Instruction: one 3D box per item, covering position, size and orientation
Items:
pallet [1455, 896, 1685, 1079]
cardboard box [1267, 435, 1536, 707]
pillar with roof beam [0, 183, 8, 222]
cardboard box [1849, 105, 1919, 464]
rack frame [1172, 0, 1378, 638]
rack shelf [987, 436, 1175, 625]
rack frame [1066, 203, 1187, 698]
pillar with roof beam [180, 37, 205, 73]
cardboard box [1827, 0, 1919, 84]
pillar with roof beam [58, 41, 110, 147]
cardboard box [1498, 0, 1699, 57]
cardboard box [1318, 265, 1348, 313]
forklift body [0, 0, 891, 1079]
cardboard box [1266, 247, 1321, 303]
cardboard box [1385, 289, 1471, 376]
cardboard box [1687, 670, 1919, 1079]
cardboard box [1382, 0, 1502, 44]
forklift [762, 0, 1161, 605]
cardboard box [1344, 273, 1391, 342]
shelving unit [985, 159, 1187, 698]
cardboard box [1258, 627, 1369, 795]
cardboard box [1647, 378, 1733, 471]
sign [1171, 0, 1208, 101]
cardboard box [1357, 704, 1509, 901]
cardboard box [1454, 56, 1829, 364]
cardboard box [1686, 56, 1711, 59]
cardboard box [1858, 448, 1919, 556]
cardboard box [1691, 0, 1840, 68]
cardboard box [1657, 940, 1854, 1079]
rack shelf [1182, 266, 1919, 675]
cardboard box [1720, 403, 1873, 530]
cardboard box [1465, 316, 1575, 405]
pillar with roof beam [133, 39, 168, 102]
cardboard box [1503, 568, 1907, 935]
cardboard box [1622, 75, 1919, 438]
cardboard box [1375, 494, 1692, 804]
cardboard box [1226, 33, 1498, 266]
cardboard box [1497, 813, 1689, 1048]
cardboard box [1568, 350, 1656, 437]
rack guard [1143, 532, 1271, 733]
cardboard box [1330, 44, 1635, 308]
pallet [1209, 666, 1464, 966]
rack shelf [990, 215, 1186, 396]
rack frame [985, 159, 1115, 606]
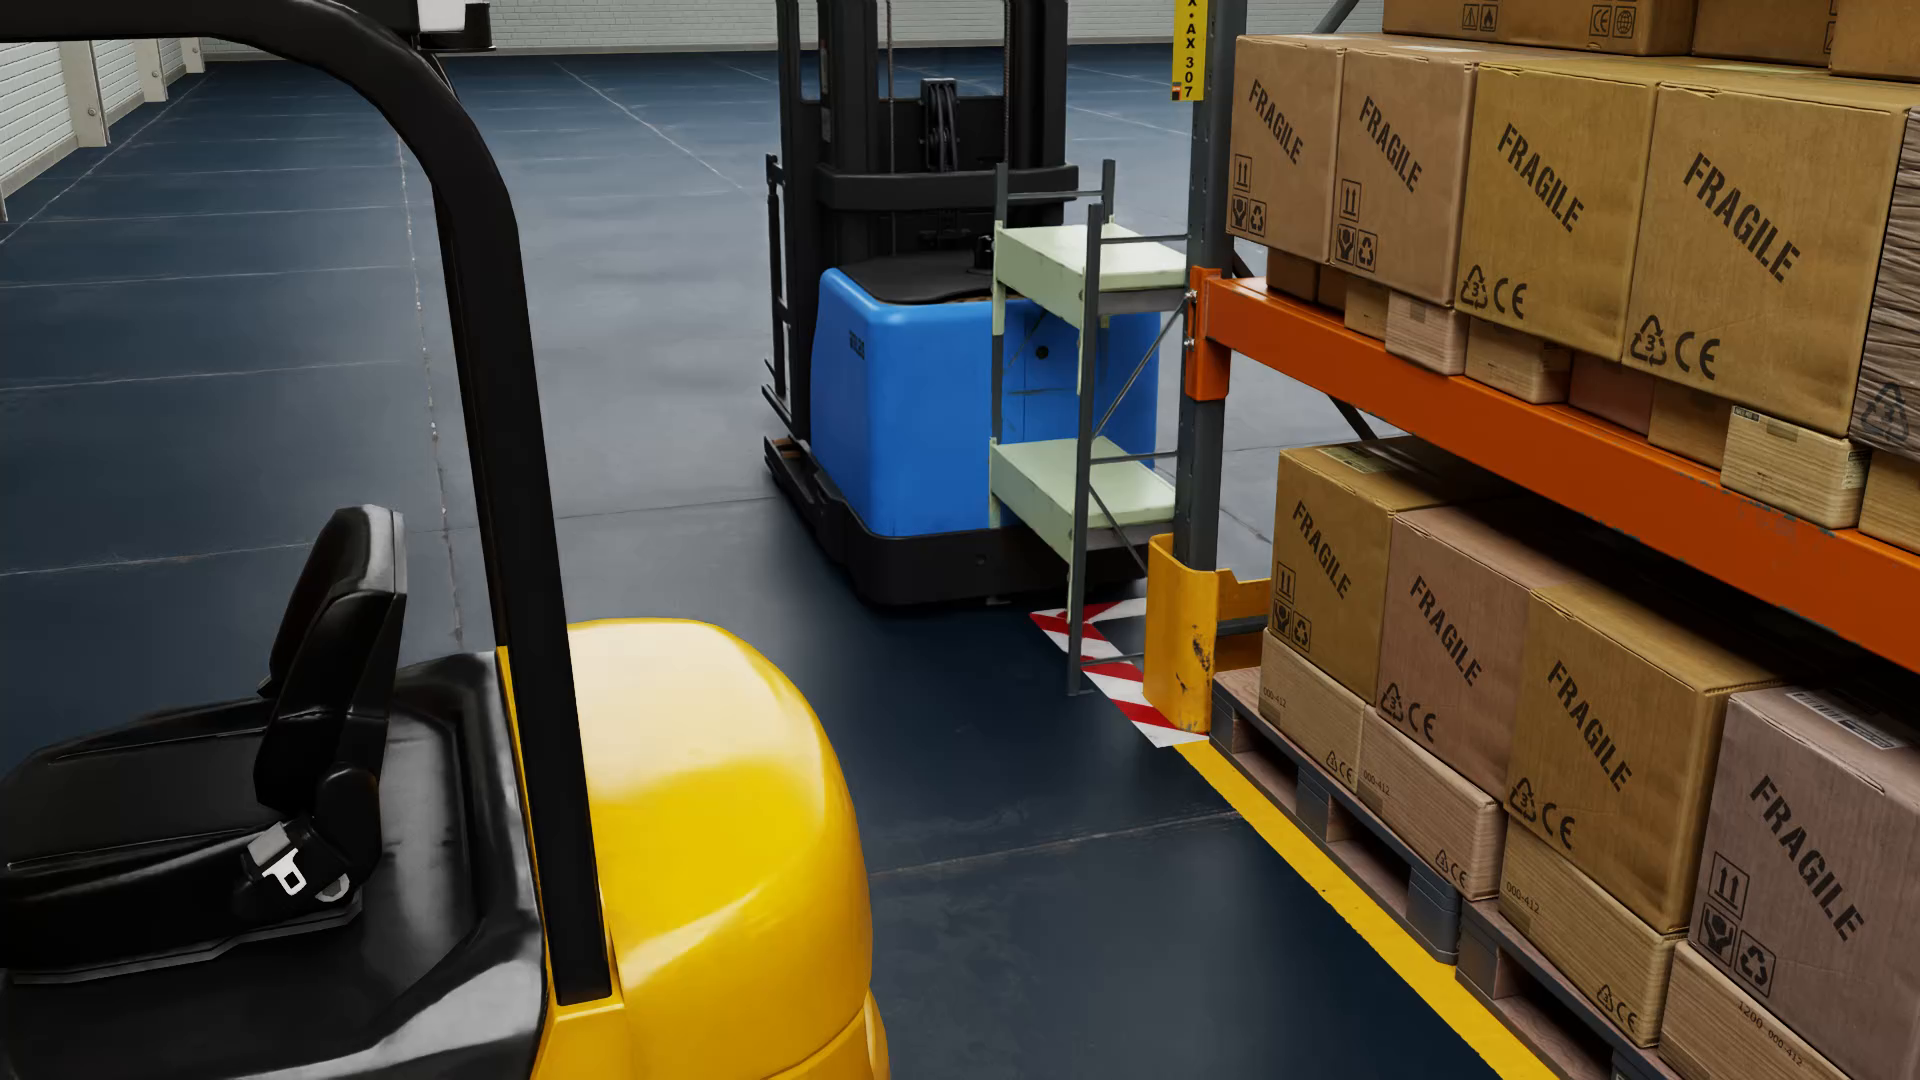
[{"bbox_3d":[1.754,1.008,3.297,1.003,0.211,1.213,-6,21,-17],"label":"pallet"},{"bbox_3d":[1.127,0.056,4.161,0.500,0.500,0.500,-7,21,-19],"label":"cardboard box"},{"bbox_3d":[-3.904,-7.268,13.338,9.100,9.000,0.400,-6,21,-17],"label":"pillar with roof beam"},{"bbox_3d":[1.674,-0.334,2.321,0.500,0.500,0.500,-6,21,-16],"label":"cardboard box"},{"bbox_3d":[1.128,-0.984,4.718,1.000,3.000,0.127,-6,21,-17],"label":"rack frame"},{"bbox_3d":[0.405,-0.064,5.316,0.431,0.370,0.720,-6,23,-18],"label":"rack shelf"},{"bbox_3d":[0.530,-0.240,4.876,0.400,1.500,0.023,-6,23,-18],"label":"rack frame"},{"bbox_3d":[-9.562,-13.044,29.420,9.100,9.000,0.400,-6,21,-17],"label":"pillar with roof beam"},{"bbox_3d":[1.931,-1.010,2.724,0.700,0.500,0.500,-7,21,-18],"label":"cardboard box"},{"bbox_3d":[-5.790,-9.193,18.699,9.100,9.000,0.400,-6,21,-17],"label":"pillar with roof beam"},{"bbox_3d":[1.648,-1.337,3.636,0.700,0.500,0.500,-6,21,-17],"label":"cardboard box"},{"bbox_3d":[1.132,-0.655,4.174,0.380,0.149,0.250,-6,21,-16],"label":"cardboard box"},{"bbox_3d":[-1.255,0.359,2.235,2.313,2.155,1.214,-6,21,-17],"label":"forklift body"},{"bbox_3d":[1.039,-0.735,4.396,0.380,0.149,0.250,-6,21,-17],"label":"cardboard box"},{"bbox_3d":[1.174,-0.475,3.673,0.380,0.149,0.250,-6,21,-16],"label":"cardboard box"},{"bbox_3d":[1.622,0.555,2.770,0.500,0.500,0.500,-5,20,-14],"label":"cardboard box"},{"bbox_3d":[1.496,-1.501,4.090,0.700,0.500,0.500,-7,21,-19],"label":"cardboard box"},{"bbox_3d":[-0.214,-1.624,6.601,1.130,2.935,3.031,-6,21,-15],"label":"forklift"},{"bbox_3d":[1.138,-0.561,3.913,0.380,0.149,0.250,-7,21,-19],"label":"cardboard box"},{"bbox_3d":[0.410,-0.368,5.197,0.431,1.500,0.755,-6,23,-18],"label":"shelving unit"},{"bbox_3d":[1.119,0.401,4.309,0.500,0.250,0.500,-7,21,-18],"label":"cardboard box"},{"bbox_3d":[1.482,-0.229,2.989,0.380,0.149,0.250,-7,21,-19],"label":"cardboard box"},{"bbox_3d":[0.613,-1.333,4.411,0.100,0.325,0.005,-6,21,-17],"label":"sign"},{"bbox_3d":[1.273,0.566,3.851,0.500,0.250,0.500,-6,21,-15],"label":"cardboard box"},{"bbox_3d":[1.341,-0.660,3.229,0.500,0.500,0.500,-7,21,-18],"label":"cardboard box"},{"bbox_3d":[1.713,-0.865,3.799,0.500,0.500,0.500,-6,21,-17],"label":"cardboard box"},{"bbox_3d":[1.621,-0.064,2.528,0.380,0.149,0.250,-7,21,-18],"label":"cardboard box"},{"bbox_3d":[1.906,-1.185,3.210,0.700,0.500,0.500,-7,21,-18],"label":"cardboard box"},{"bbox_3d":[1.612,0.902,2.915,0.500,0.250,0.500,-6,21,-16],"label":"cardboard box"},{"bbox_3d":[1.757,-0.003,3.053,1.077,0.370,4.000,-6,21,-17],"label":"rack shelf"},{"bbox_3d":[1.505,-0.142,2.747,0.380,0.149,0.250,-6,21,-17],"label":"cardboard box"},{"bbox_3d":[1.287,-0.395,3.452,0.380,0.149,0.250,-6,21,-16],"label":"cardboard box"},{"bbox_3d":[-7.676,-11.119,24.059,9.100,9.000,0.400,-6,21,-17],"label":"pillar with roof beam"},{"bbox_3d":[1.446,0.385,3.245,0.500,0.500,0.500,-6,21,-16],"label":"cardboard box"},{"bbox_3d":[1.509,-0.498,2.777,0.500,0.500,0.500,-7,21,-18],"label":"cardboard box"},{"bbox_3d":[1.296,0.223,3.696,0.500,0.500,0.500,-7,21,-19],"label":"cardboard box"},{"bbox_3d":[1.014,-0.989,4.146,0.500,0.500,0.500,-7,21,-18],"label":"cardboard box"},{"bbox_3d":[1.456,0.739,3.367,0.500,0.250,0.500,-5,20,-14],"label":"cardboard box"},{"bbox_3d":[1.427,-0.317,3.233,0.380,0.149,0.250,-6,21,-15],"label":"cardboard box"},{"bbox_3d":[1.152,0.217,5.073,1.175,0.500,0.348,-6,21,-17],"label":"rack guard"},{"bbox_3d":[1.180,-0.823,3.684,0.500,0.500,0.500,-6,21,-16],"label":"cardboard box"},{"bbox_3d":[1.374,0.617,4.385,1.003,0.211,1.213,-6,21,-17],"label":"pallet"},{"bbox_3d":[0.417,-0.731,5.055,0.431,0.370,0.720,-6,23,-18],"label":"rack shelf"},{"bbox_3d":[0.290,-0.496,5.518,0.400,1.500,0.023,-6,23,-18],"label":"rack frame"}]
